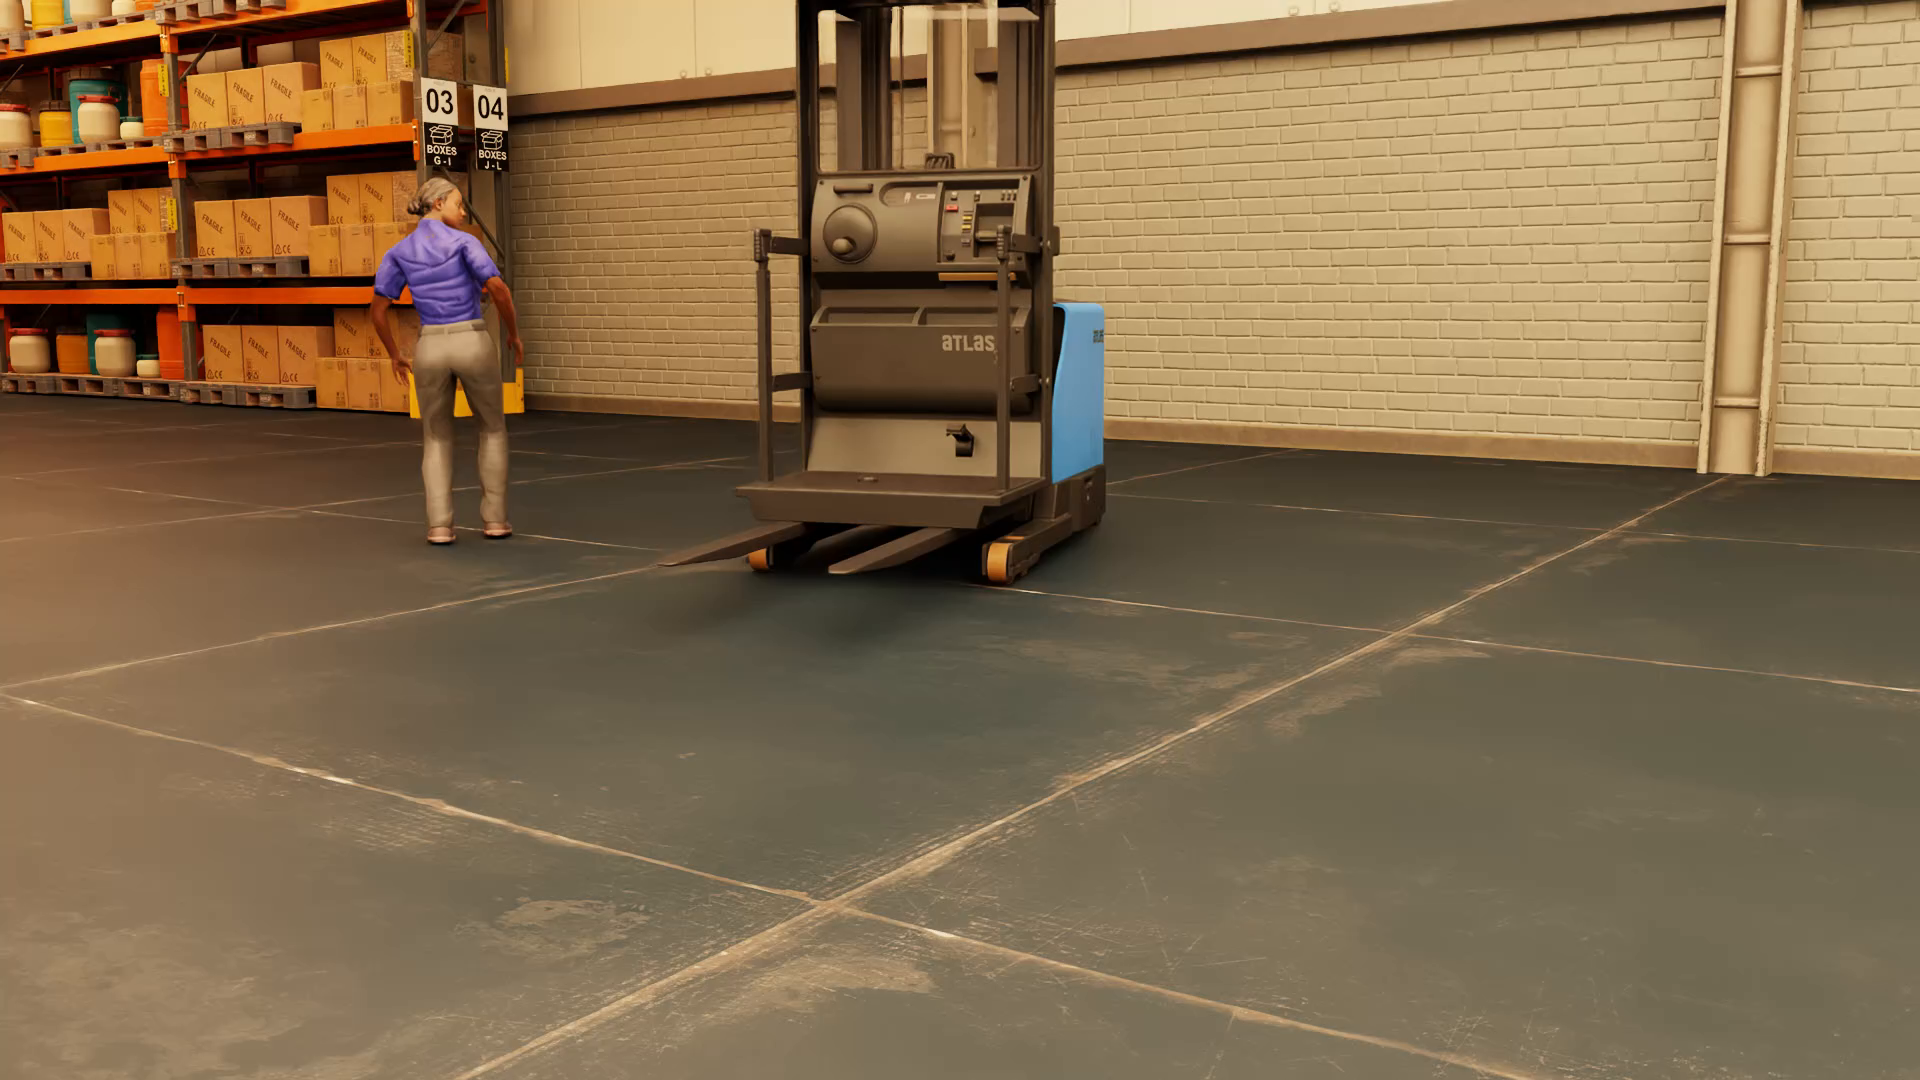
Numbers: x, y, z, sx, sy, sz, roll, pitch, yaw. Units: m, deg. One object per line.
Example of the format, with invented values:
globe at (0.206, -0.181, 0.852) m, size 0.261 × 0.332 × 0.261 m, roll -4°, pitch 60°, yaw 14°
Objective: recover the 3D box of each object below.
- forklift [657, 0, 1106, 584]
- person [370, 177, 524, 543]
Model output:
forklift at (-0.227, -1.342, 6.633) m, size 1.130 × 2.935 × 3.031 m, roll 3°, pitch 8°, yaw 17°
person at (-2.310, -0.810, 7.535) m, size 0.648 × 1.634 × 0.466 m, roll 0°, pitch 8°, yaw -2°
